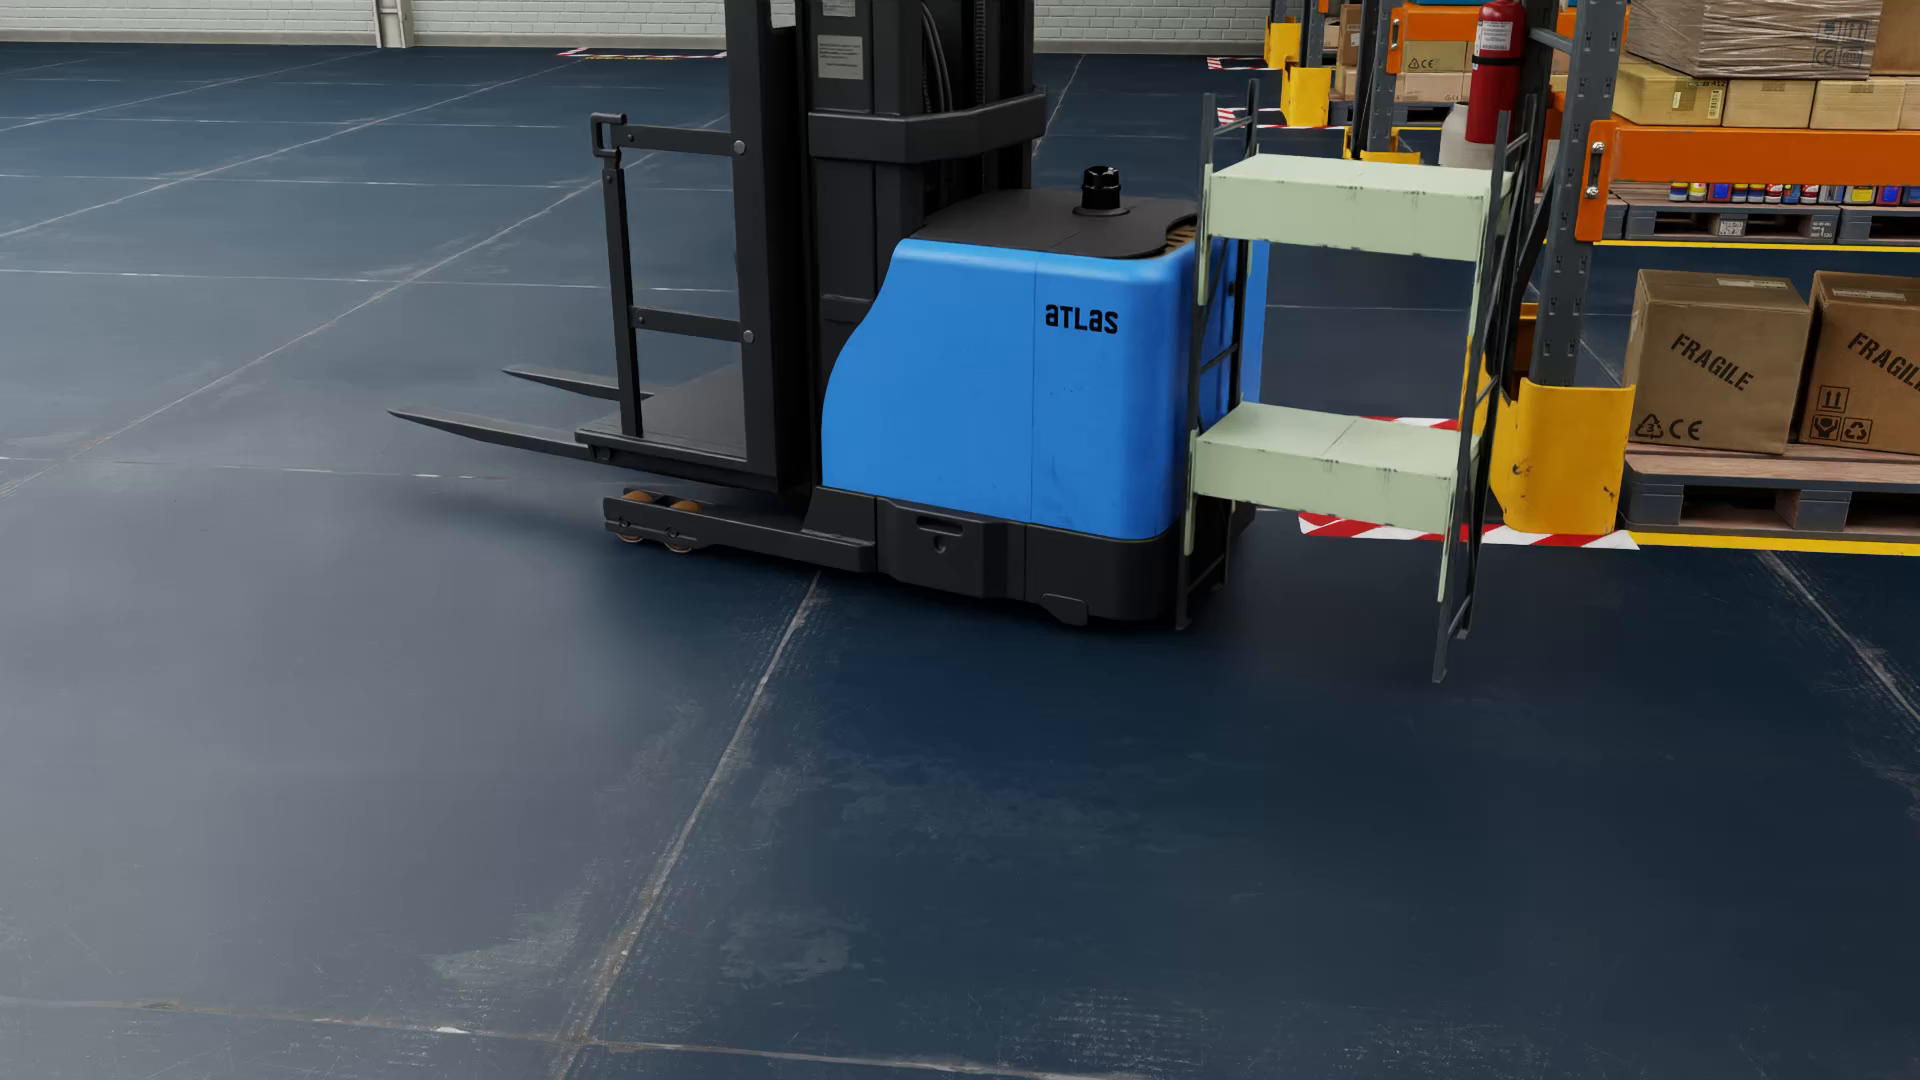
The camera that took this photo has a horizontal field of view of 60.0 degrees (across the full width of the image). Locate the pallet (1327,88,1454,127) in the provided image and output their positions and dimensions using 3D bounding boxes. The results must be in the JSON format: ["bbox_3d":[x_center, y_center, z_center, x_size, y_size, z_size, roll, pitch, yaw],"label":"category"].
[{"bbox_3d":[3.919,-3.931,15.097,1.213,0.211,1.003,2,22,6],"label":"pallet"}]

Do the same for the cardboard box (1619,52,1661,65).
[{"bbox_3d":[2.293,-1.575,5.687,0.250,0.149,0.380,2,22,6],"label":"cardboard box"}]

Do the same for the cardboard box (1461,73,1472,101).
[{"bbox_3d":[4.655,-4.016,14.687,0.500,0.250,0.500,2,22,6],"label":"cardboard box"}]

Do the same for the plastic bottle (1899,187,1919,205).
[{"bbox_3d":[5.677,-2.168,9.849,0.185,0.351,0.144,1,22,4],"label":"plastic bottle"}]

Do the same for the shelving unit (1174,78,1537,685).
[{"bbox_3d":[1.044,-0.438,4.508,0.755,1.500,0.431,11,24,25],"label":"shelving unit"}]

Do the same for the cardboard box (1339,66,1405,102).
[{"bbox_3d":[3.661,-4.058,14.793,0.500,0.250,0.500,2,22,6],"label":"cardboard box"}]

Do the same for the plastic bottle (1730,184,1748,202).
[{"bbox_3d":[4.673,-2.166,9.952,0.097,0.271,0.097,0,22,0],"label":"plastic bottle"}]

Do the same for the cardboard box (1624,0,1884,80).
[{"bbox_3d":[2.528,-1.780,5.322,0.500,0.500,0.875,2,22,6],"label":"cardboard box"}]

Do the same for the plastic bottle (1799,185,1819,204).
[{"bbox_3d":[5.074,-2.116,9.921,0.097,0.201,0.097,0,22,0],"label":"plastic bottle"}]

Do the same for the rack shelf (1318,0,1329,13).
[{"bbox_3d":[5.141,-4.825,14.542,4.000,0.370,1.077,2,22,6],"label":"rack shelf"}]

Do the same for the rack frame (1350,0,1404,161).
[{"bbox_3d":[2.568,-3.438,10.055,0.127,3.000,1.000,2,22,6],"label":"rack frame"}]

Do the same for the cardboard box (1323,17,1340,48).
[{"bbox_3d":[4.411,-5.946,19.459,0.500,0.311,0.500,0,22,0],"label":"cardboard box"}]

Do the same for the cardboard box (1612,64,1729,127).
[{"bbox_3d":[2.240,-1.413,5.276,0.250,0.149,0.380,2,22,6],"label":"cardboard box"}]

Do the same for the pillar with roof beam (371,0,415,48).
[{"bbox_3d":[-7.892,-9.078,16.161,0.400,9.000,9.100,2,22,6],"label":"pillar with roof beam"}]

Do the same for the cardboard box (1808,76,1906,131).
[{"bbox_3d":[2.733,-1.379,5.190,0.250,0.149,0.380,2,22,6],"label":"cardboard box"}]

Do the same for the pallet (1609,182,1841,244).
[{"bbox_3d":[4.664,-2.064,10.373,1.213,0.211,1.003,2,22,6],"label":"pallet"}]

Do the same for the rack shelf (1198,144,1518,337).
[{"bbox_3d":[1.044,-0.801,4.364,0.720,0.370,0.431,11,24,25],"label":"rack shelf"}]

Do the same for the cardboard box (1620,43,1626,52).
[{"bbox_3d":[5.649,-4.325,14.447,0.500,0.500,0.500,2,22,6],"label":"cardboard box"}]

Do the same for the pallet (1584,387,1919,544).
[{"bbox_3d":[2.864,-0.281,5.864,1.213,0.211,1.003,2,22,6],"label":"pallet"}]

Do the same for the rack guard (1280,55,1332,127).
[{"bbox_3d":[3.131,-4.084,15.091,0.348,0.500,1.175,2,22,6],"label":"rack guard"}]

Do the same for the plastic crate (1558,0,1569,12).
[{"bbox_3d":[3.419,-3.159,9.708,0.250,0.136,0.298,2,22,6],"label":"plastic crate"}]

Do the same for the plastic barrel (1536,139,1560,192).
[{"bbox_3d":[3.729,-2.454,10.379,0.421,0.512,0.421,0,22,0],"label":"plastic barrel"}]

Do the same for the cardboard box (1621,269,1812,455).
[{"bbox_3d":[2.604,-0.629,5.780,0.500,0.500,0.500,7,23,16],"label":"cardboard box"}]

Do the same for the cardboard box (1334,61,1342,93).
[{"bbox_3d":[3.722,-4.247,15.272,0.500,0.250,0.500,2,22,6],"label":"cardboard box"}]

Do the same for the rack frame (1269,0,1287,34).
[{"bbox_3d":[3.734,-7.055,19.204,0.127,3.000,1.000,2,22,6],"label":"rack frame"}]

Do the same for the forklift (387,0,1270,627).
[{"bbox_3d":[-0.582,-1.480,5.198,3.031,2.935,1.130,11,24,25],"label":"forklift"}]

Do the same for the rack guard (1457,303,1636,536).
[{"bbox_3d":[2.061,-0.464,5.932,0.348,0.500,1.175,2,22,6],"label":"rack guard"}]

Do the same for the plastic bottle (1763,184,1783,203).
[{"bbox_3d":[4.870,-2.125,9.943,0.097,0.201,0.097,0,22,0],"label":"plastic bottle"}]

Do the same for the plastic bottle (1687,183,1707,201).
[{"bbox_3d":[4.435,-2.144,9.991,0.097,0.201,0.097,0,22,0],"label":"plastic bottle"}]

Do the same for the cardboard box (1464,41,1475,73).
[{"bbox_3d":[4.656,-4.369,14.560,0.500,0.500,0.500,2,22,6],"label":"cardboard box"}]

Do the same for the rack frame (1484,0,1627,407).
[{"bbox_3d":[1.986,-1.629,5.481,0.127,3.000,1.000,2,22,6],"label":"rack frame"}]

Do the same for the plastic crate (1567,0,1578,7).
[{"bbox_3d":[3.745,-3.426,10.228,0.408,0.251,0.499,2,22,6],"label":"plastic crate"}]

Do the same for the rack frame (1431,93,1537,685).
[{"bbox_3d":[1.369,-0.376,4.352,0.023,1.500,0.400,11,24,25],"label":"rack frame"}]

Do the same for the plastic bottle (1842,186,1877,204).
[{"bbox_3d":[5.356,-2.182,9.884,0.185,0.351,0.144,2,22,6],"label":"plastic bottle"}]
